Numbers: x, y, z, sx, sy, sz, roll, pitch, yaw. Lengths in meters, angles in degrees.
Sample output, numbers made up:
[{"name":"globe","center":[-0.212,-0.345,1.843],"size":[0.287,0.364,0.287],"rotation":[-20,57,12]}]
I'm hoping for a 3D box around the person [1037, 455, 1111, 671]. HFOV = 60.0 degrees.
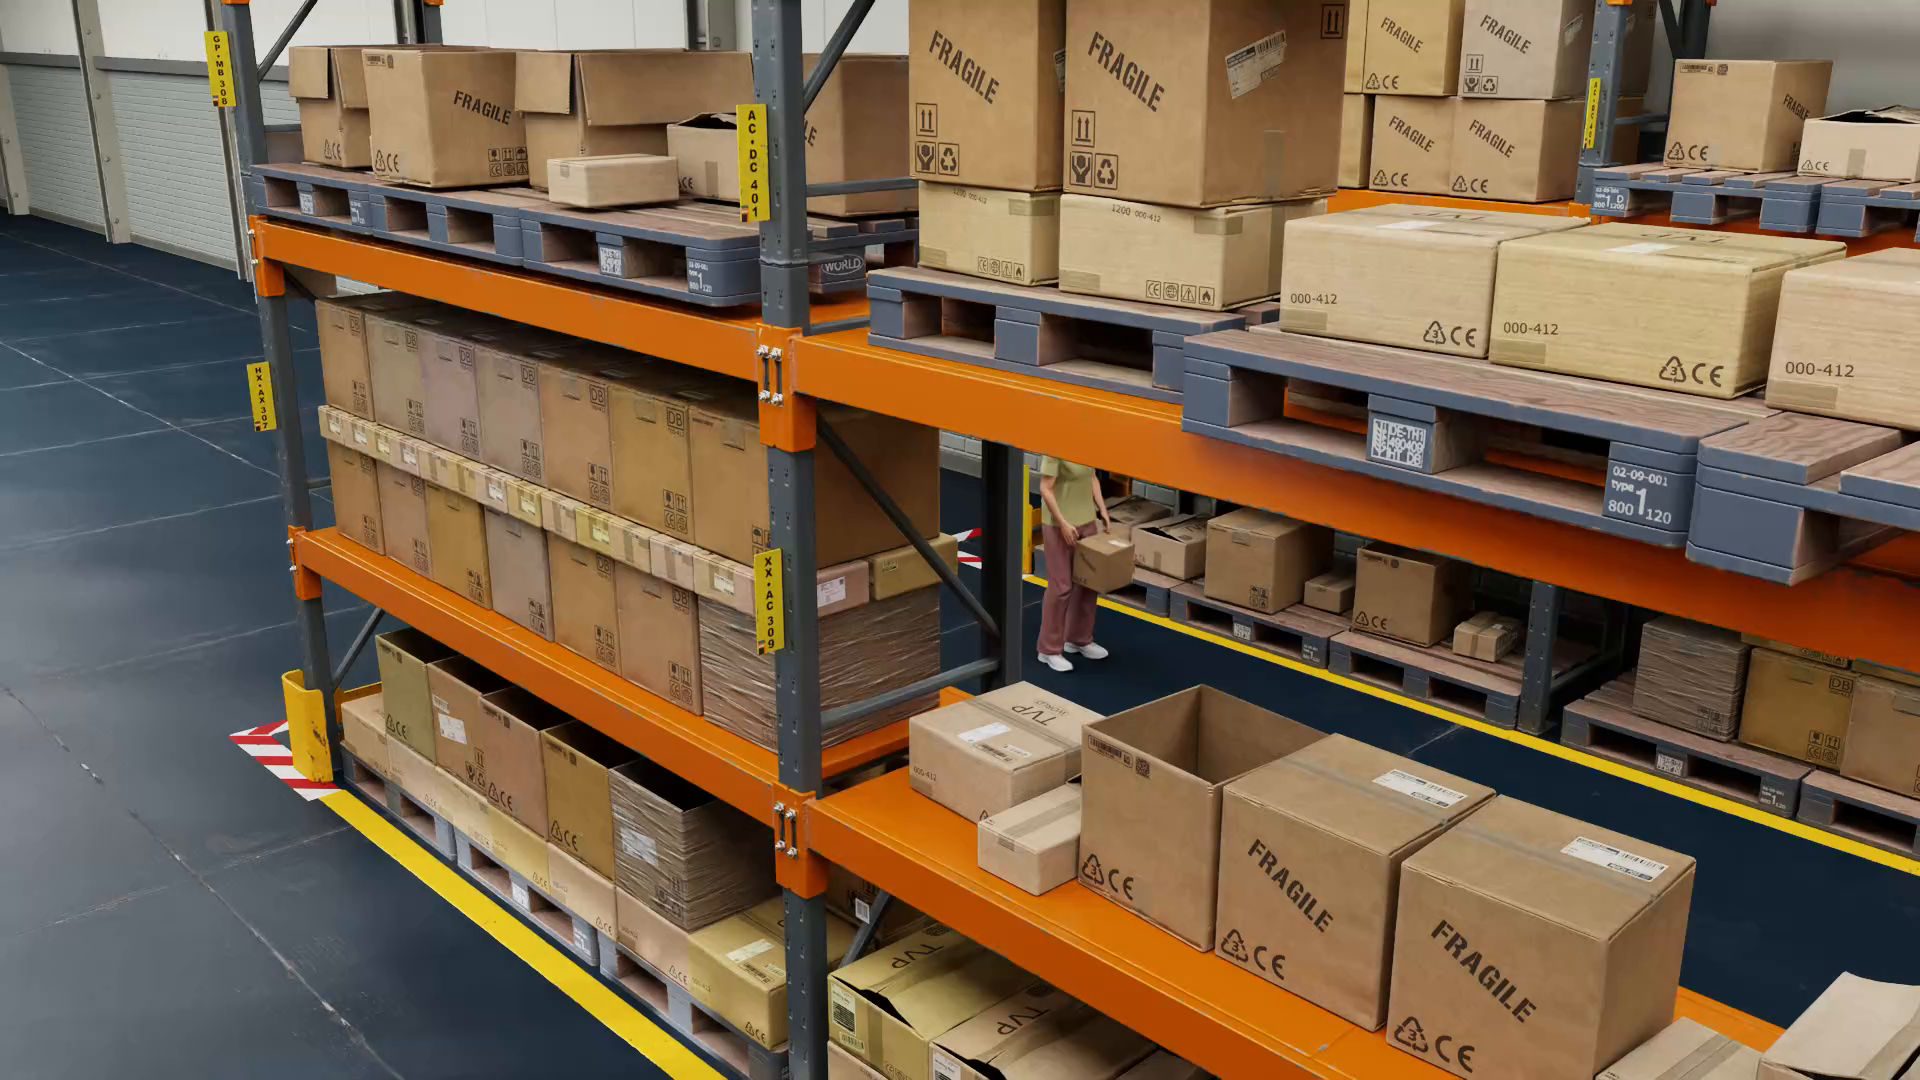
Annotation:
[{"name":"person","center":[0.672,-0.086,9.819],"size":[0.477,1.676,0.363],"rotation":[-16,24,-42]}]
